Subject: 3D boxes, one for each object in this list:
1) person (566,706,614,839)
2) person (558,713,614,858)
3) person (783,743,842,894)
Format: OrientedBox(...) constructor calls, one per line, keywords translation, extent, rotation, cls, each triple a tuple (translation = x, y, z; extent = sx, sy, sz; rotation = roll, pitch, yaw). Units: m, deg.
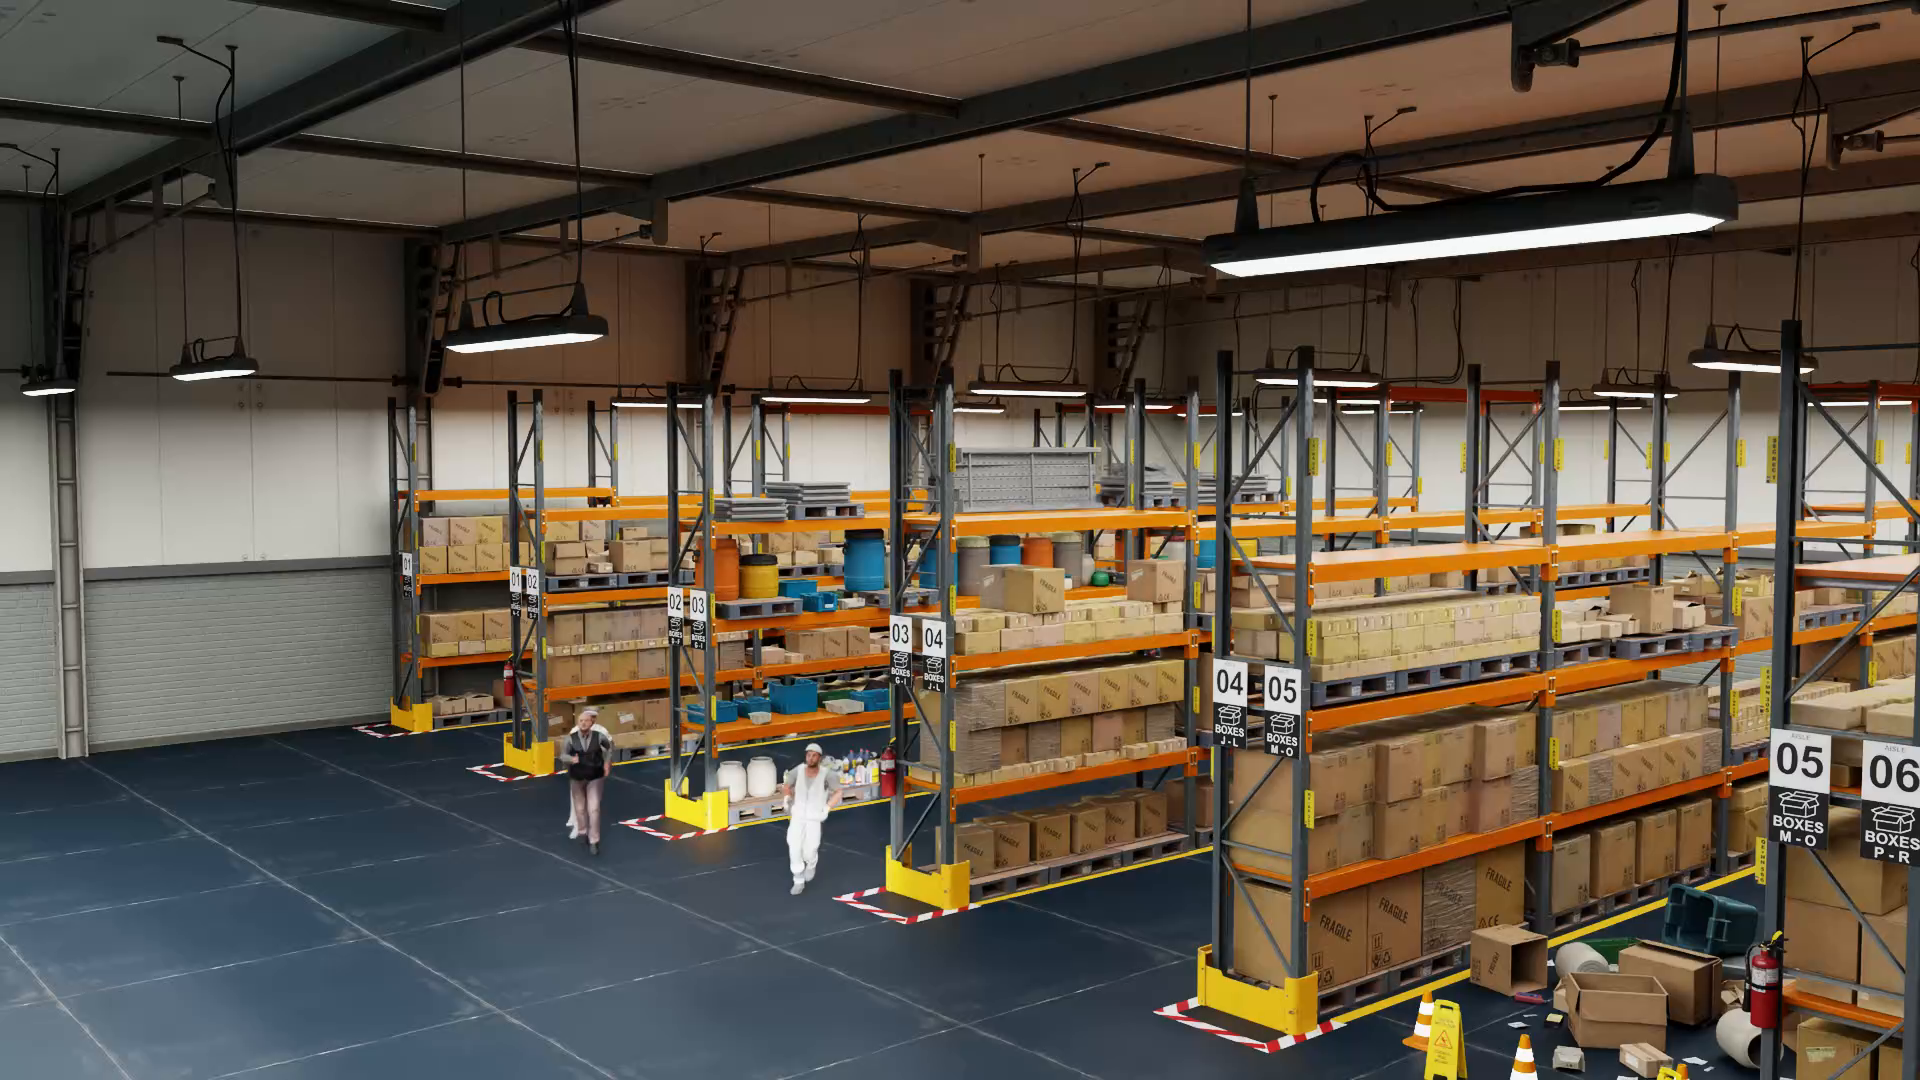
OrientedBox(translation=(-4.939, 3.034, 22.026), extent=(0.653, 1.710, 0.770), rotation=(0, 3, -1), cls="person")
OrientedBox(translation=(-4.732, 3.048, 21.042), extent=(0.664, 1.736, 0.737), rotation=(0, 3, -6), cls="person")
OrientedBox(translation=(-1.721, 3.189, 19.132), extent=(0.684, 1.728, 0.642), rotation=(1, 3, 13), cls="person")
